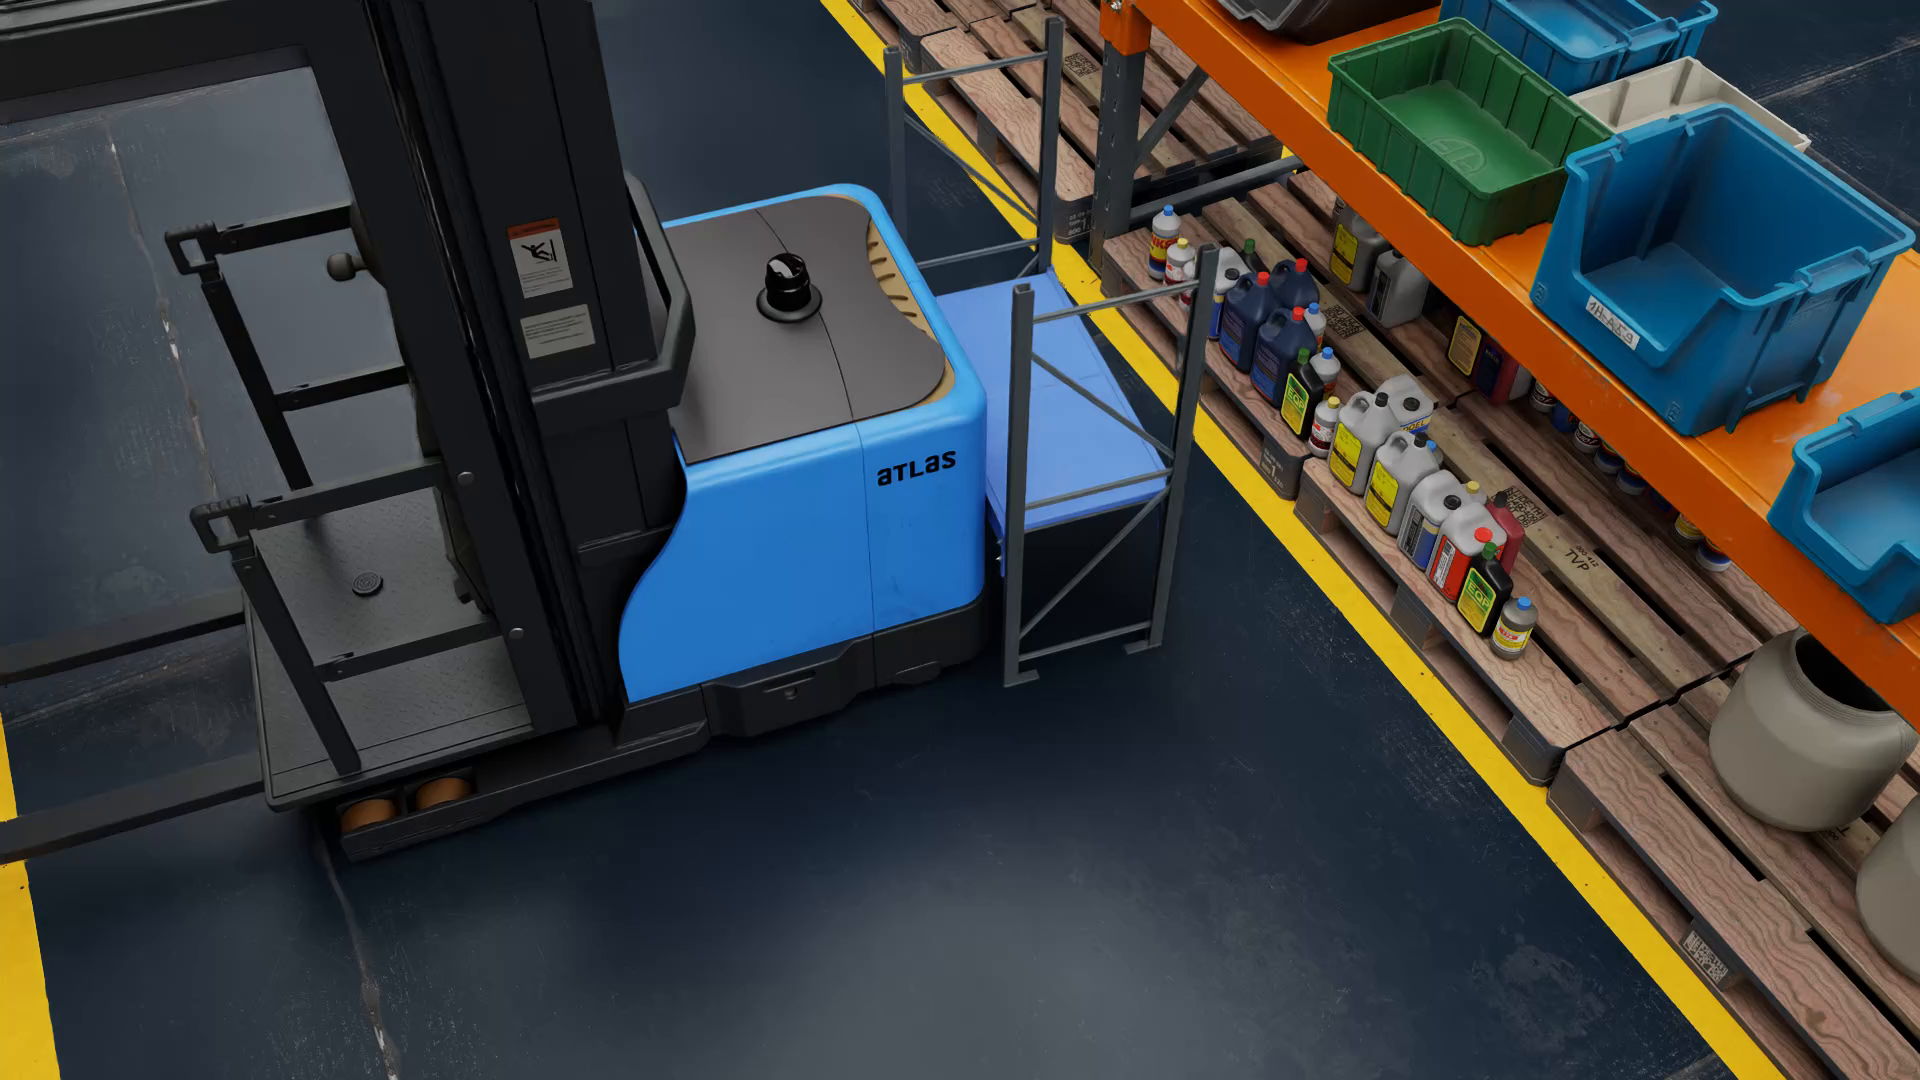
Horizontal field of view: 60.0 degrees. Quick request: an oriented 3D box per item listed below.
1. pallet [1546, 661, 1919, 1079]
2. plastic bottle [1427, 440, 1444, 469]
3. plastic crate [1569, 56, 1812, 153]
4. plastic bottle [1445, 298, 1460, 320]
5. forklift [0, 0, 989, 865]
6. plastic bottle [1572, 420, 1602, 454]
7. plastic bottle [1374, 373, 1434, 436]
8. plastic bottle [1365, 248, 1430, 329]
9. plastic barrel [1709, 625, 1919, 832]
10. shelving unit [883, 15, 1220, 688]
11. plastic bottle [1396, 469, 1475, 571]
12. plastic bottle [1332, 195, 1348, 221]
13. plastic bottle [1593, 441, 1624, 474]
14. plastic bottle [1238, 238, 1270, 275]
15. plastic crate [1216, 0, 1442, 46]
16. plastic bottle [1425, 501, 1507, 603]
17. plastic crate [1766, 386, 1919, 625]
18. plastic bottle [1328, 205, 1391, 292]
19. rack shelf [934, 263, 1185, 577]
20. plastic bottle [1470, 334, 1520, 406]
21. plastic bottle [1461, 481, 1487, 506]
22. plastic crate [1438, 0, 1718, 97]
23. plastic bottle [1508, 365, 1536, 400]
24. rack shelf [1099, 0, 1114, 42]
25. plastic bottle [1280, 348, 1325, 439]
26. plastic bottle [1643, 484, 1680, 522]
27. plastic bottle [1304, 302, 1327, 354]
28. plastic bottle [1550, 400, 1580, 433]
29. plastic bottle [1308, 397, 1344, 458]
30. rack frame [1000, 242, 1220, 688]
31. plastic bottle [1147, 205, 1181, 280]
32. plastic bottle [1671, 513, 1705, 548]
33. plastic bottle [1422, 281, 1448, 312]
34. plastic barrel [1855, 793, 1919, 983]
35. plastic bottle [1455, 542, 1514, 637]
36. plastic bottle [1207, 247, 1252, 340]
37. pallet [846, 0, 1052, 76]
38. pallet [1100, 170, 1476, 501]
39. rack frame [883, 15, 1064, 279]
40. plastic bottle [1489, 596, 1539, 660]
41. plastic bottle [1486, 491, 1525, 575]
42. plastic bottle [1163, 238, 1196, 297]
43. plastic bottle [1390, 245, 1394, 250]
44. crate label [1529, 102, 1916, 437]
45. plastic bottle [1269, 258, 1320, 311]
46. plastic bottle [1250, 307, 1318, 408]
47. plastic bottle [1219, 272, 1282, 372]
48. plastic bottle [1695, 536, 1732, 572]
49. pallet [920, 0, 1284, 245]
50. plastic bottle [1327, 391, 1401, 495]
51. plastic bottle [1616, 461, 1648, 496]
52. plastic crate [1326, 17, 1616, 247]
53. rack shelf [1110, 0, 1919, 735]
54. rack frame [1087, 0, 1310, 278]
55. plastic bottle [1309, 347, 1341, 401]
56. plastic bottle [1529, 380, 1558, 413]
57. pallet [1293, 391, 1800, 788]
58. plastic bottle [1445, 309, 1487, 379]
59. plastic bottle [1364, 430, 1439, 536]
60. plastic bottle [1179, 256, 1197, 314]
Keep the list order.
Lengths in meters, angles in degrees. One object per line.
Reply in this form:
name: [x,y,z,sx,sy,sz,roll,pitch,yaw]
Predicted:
pallet: [2.330,0.873,4.346,1.003,0.211,1.213,-21,52,-18]
plastic bottle: [1.397,-0.218,5.014,0.097,0.201,0.097,0,49,0]
plastic crate: [1.911,-1.055,4.356,0.530,0.136,0.437,-21,52,-18]
plastic bottle: [1.693,-0.837,5.502,0.061,0.283,0.133,-18,51,-15]
forklift: [-1.489,-0.564,3.796,3.031,2.935,1.130,-16,51,-13]
plastic bottle: [1.973,-0.372,5.149,0.097,0.201,0.097,0,49,0]
plastic bottle: [1.345,-0.364,5.093,0.152,0.276,0.135,-21,52,-18]
plastic bottle: [1.462,-0.862,5.528,0.152,0.276,0.135,-21,52,-18]
plastic barrel: [2.175,0.467,4.223,0.421,0.512,0.421,0,49,0]
shelving unit: [0.200,-0.493,4.685,0.538,1.500,1.048,-14,50,-12]
plastic bottle: [1.389,-0.062,4.829,0.152,0.276,0.135,-23,53,-19]
plastic bottle: [1.386,-1.230,5.900,0.097,0.201,0.097,0,49,0]
plastic bottle: [2.018,-0.328,5.065,0.097,0.271,0.097,0,49,0]
plastic bottle: [0.966,-0.858,5.520,0.061,0.283,0.133,-21,52,-18]
plastic crate: [1.070,-1.727,4.809,0.767,0.338,0.504,-21,52,-18]
plastic bottle: [1.452,0.031,4.747,0.152,0.276,0.135,-21,52,-17]
plastic crate: [1.986,-0.084,3.430,0.499,0.251,0.408,-21,52,-18]
plastic bottle: [1.366,-1.033,5.628,0.144,0.351,0.185,-21,52,-18]
rack shelf: [0.200,-0.374,4.820,0.538,0.185,1.000,-14,50,-12]
plastic bottle: [1.706,-0.569,5.267,0.061,0.283,0.133,-21,52,-18]
plastic bottle: [1.491,-0.093,4.905,0.097,0.201,0.097,0,49,0]
plastic crate: [1.691,-1.446,4.620,0.499,0.251,0.616,-21,52,-18]
plastic bottle: [1.801,-0.603,5.302,0.152,0.276,0.135,-20,52,-17]
rack shelf: [0.028,-3.243,6.572,1.077,0.370,4.000,-21,52,-18]
plastic bottle: [1.068,-0.458,5.170,0.061,0.283,0.133,-19,52,-16]
plastic bottle: [2.134,-0.194,4.939,0.061,0.283,0.133,-20,52,-17]
plastic bottle: [1.117,-0.650,5.346,0.097,0.271,0.097,0,49,0]
plastic bottle: [1.926,-0.464,5.183,0.097,0.271,0.097,0,49,0]
plastic bottle: [1.139,-0.358,5.137,0.097,0.201,0.097,0,49,0]
rack frame: [0.360,-0.130,4.367,0.500,1.500,0.032,-14,50,-12]
plastic bottle: [0.699,-1.024,5.673,0.097,0.271,0.097,0,49,0]
plastic bottle: [2.174,-0.078,4.892,0.097,0.201,0.097,0,49,0]
plastic bottle: [1.582,-0.954,5.559,0.144,0.351,0.185,-24,53,-19]
plastic barrel: [2.404,0.802,3.930,0.421,0.512,0.421,0,49,0]
plastic bottle: [1.474,0.135,4.652,0.061,0.283,0.133,-20,52,-17]
plastic bottle: [0.871,-0.819,5.490,0.152,0.276,0.135,-19,52,-16]
pallet: [-0.013,-2.554,7.343,1.003,0.211,1.213,-21,52,-18]
pallet: [1.213,-0.760,5.774,1.003,0.211,1.213,-21,52,-18]
rack frame: [0.039,-0.856,5.002,0.500,1.500,0.032,-14,50,-12]
plastic bottle: [1.543,0.234,4.620,0.097,0.201,0.097,0,49,0]
plastic bottle: [1.547,-0.009,4.777,0.061,0.283,0.133,-21,52,-18]
plastic bottle: [0.746,-0.933,5.640,0.097,0.201,0.097,0,49,0]
plastic bottle: [1.494,-1.083,5.672,0.144,0.351,0.185,-22,53,-18]
crate label: [1.691,-0.615,3.772,0.502,0.435,0.616,-21,52,-18]
plastic bottle: [1.072,-0.781,5.408,0.144,0.351,0.185,-21,52,-18]
plastic bottle: [1.030,-0.605,5.254,0.144,0.351,0.185,-23,53,-19]
plastic bottle: [0.943,-0.731,5.364,0.144,0.351,0.185,-20,52,-17]
plastic bottle: [2.221,-0.032,4.806,0.097,0.271,0.097,0,49,0]
pallet: [0.549,-1.736,6.628,1.003,0.211,1.213,-21,52,-18]
plastic bottle: [1.224,-0.321,5.005,0.144,0.351,0.185,-22,52,-18]
plastic bottle: [2.064,-0.261,5.006,0.097,0.271,0.097,0,49,0]
plastic crate: [1.313,-1.066,4.331,0.450,0.188,0.662,-21,52,-18]
rack shelf: [1.858,-0.566,4.230,1.077,0.370,4.000,-21,52,-18]
rack frame: [0.943,-2.142,5.130,1.000,3.000,0.127,-21,52,-18]
plastic bottle: [1.130,-0.493,5.209,0.097,0.271,0.097,0,49,0]
plastic bottle: [1.879,-0.509,5.269,0.097,0.201,0.097,0,49,0]
pallet: [1.776,0.058,5.059,1.003,0.211,1.213,-21,52,-18]
plastic bottle: [1.650,-0.663,5.350,0.061,0.283,0.133,-21,52,-18]
plastic bottle: [1.309,-0.196,4.896,0.144,0.351,0.185,-19,52,-16]
plastic bottle: [0.792,-0.865,5.581,0.097,0.201,0.097,0,49,0]
